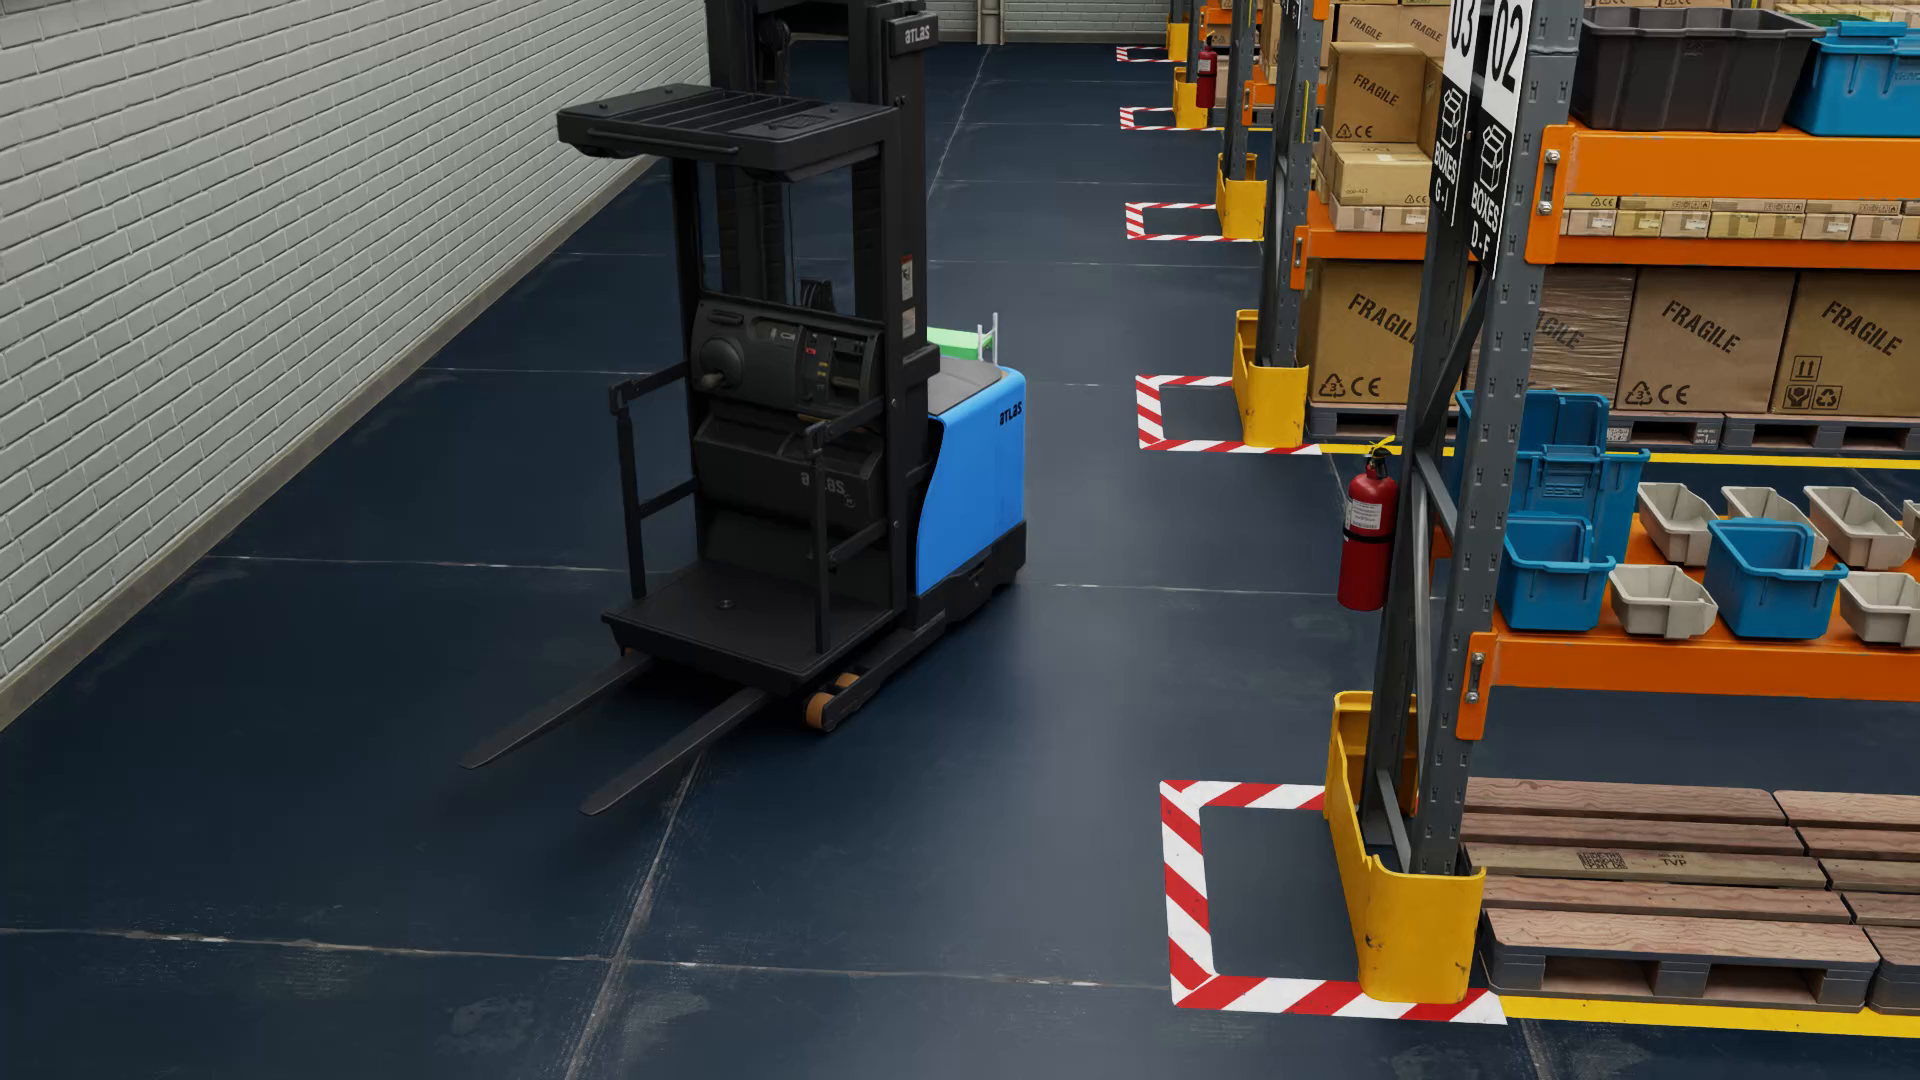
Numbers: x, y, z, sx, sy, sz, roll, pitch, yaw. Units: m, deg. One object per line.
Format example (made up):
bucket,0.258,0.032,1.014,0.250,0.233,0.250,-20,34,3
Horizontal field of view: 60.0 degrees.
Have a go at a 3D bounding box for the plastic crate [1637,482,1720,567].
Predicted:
plastic crate,2.393,-0.050,5.513,0.243,0.136,0.396,2,25,4

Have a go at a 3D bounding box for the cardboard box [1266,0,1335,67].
cardboard box,2.853,-4.272,13.971,0.500,0.500,0.500,3,25,6

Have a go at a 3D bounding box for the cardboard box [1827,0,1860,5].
cardboard box,7.355,-4.491,14.009,0.250,0.149,0.380,1,25,2

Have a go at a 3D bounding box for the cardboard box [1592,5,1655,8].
cardboard box,5.393,-4.189,13.789,0.500,0.500,0.500,1,25,3

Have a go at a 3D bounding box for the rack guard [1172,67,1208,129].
rack guard,2.680,-5.153,19.350,0.348,0.500,1.175,2,25,4

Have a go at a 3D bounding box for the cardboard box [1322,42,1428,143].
cardboard box,2.452,-2.659,9.866,0.500,0.500,0.500,2,25,5

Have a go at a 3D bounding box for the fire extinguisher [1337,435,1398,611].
fire extinguisher,1.451,-0.083,5.880,0.183,0.674,0.296,2,25,4

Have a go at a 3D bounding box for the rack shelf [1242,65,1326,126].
rack shelf,4.420,-3.830,14.347,4.000,0.370,1.077,2,25,4

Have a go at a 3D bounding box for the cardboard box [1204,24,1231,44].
cardboard box,3.683,-7.354,23.628,0.637,0.503,0.797,1,25,2

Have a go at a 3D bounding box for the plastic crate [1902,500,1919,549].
plastic crate,3.257,-0.034,5.479,0.250,0.136,0.298,2,25,4

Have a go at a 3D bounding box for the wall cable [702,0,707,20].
wall cable,-2.920,-6.934,18.978,0.123,1.953,0.585,2,25,4

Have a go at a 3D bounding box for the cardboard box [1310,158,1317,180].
cardboard box,2.923,-3.229,14.375,0.250,0.149,0.380,1,25,2

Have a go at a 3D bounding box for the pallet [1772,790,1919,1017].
pallet,3.599,1.257,5.767,1.213,0.211,1.003,2,25,4

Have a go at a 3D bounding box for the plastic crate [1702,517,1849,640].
plastic crate,2.444,0.122,5.025,0.300,0.233,0.416,2,25,4

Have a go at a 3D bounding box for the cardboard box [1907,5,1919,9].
cardboard box,7.810,-4.203,13.383,0.250,0.149,0.380,2,25,4

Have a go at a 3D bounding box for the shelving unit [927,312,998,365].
shelving unit,-0.089,-0.591,8.598,0.503,1.200,0.258,9,26,20

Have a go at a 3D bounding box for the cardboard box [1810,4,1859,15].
cardboard box,7.050,-4.229,13.440,0.250,0.149,0.380,3,25,5

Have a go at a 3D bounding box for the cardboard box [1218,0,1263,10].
cardboard box,3.161,-6.198,18.512,0.500,0.500,0.500,2,25,4

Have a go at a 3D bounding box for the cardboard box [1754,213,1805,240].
cardboard box,4.579,-1.821,9.420,0.250,0.149,0.380,2,25,5

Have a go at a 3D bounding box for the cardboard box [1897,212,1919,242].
cardboard box,5.348,-1.796,9.366,0.250,0.149,0.380,2,25,5

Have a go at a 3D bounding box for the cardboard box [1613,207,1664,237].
cardboard box,3.808,-1.845,9.473,0.250,0.149,0.380,1,25,3

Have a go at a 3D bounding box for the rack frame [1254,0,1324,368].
rack frame,1.946,-2.157,9.850,0.127,3.000,1.000,2,25,4

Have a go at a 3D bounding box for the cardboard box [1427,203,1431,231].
cardboard box,2.786,-1.879,9.545,0.250,0.149,0.380,1,25,3

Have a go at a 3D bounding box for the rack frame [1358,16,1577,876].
rack frame,1.567,-0.093,5.363,0.127,3.000,1.000,2,25,4

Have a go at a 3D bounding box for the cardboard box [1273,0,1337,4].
cardboard box,2.853,-4.731,13.771,0.500,0.500,0.500,2,25,4

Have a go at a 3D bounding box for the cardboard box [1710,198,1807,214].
cardboard box,4.449,-2.033,9.403,0.500,0.250,0.500,2,25,5

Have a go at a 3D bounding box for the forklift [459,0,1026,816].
forklift,-0.855,-0.743,6.859,1.130,2.935,3.031,14,28,28

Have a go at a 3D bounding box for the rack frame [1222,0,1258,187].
rack frame,2.426,-4.221,14.335,0.127,3.000,1.000,2,25,4

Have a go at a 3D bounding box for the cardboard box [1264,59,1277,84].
cardboard box,2.724,-3.960,14.068,0.250,0.149,0.380,2,25,4

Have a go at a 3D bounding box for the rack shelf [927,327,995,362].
rack shelf,-0.089,-0.969,8.424,0.480,0.148,0.258,9,26,20

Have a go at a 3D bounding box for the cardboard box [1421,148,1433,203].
cardboard box,2.922,-2.082,9.511,0.500,0.250,0.500,2,25,3

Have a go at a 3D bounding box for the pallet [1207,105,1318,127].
pallet,3.508,-5.028,19.424,1.213,0.211,1.003,2,25,4

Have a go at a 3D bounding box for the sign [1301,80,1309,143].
sign,1.897,-2.355,9.150,0.005,0.325,0.100,2,25,4

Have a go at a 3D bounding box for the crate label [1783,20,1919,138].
crate label,2.462,-1.224,4.411,0.502,0.251,0.408,2,25,4

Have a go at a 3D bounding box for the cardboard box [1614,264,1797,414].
cardboard box,4.385,-1.338,10.109,0.875,0.875,0.875,2,25,4

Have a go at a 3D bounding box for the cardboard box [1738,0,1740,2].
cardboard box,8.635,-5.908,18.182,0.500,0.250,0.500,1,25,3

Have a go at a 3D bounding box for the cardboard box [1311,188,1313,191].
cardboard box,3.191,-2.992,14.573,0.250,0.149,0.380,2,25,4

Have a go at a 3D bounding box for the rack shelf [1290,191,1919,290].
rack shelf,3.940,-1.766,9.861,4.000,0.370,1.077,2,25,4

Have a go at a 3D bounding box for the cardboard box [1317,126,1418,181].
cardboard box,2.449,-2.319,10.026,0.500,0.250,0.500,1,25,3

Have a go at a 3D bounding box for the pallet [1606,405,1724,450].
pallet,3.962,-0.857,10.361,1.213,0.211,1.003,2,25,4

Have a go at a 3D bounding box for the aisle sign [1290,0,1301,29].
aisle sign,1.851,-3.215,9.040,0.004,0.787,0.394,2,25,4

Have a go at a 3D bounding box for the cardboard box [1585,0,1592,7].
cardboard box,4.900,-4.667,13.632,0.500,0.500,0.500,2,25,5
